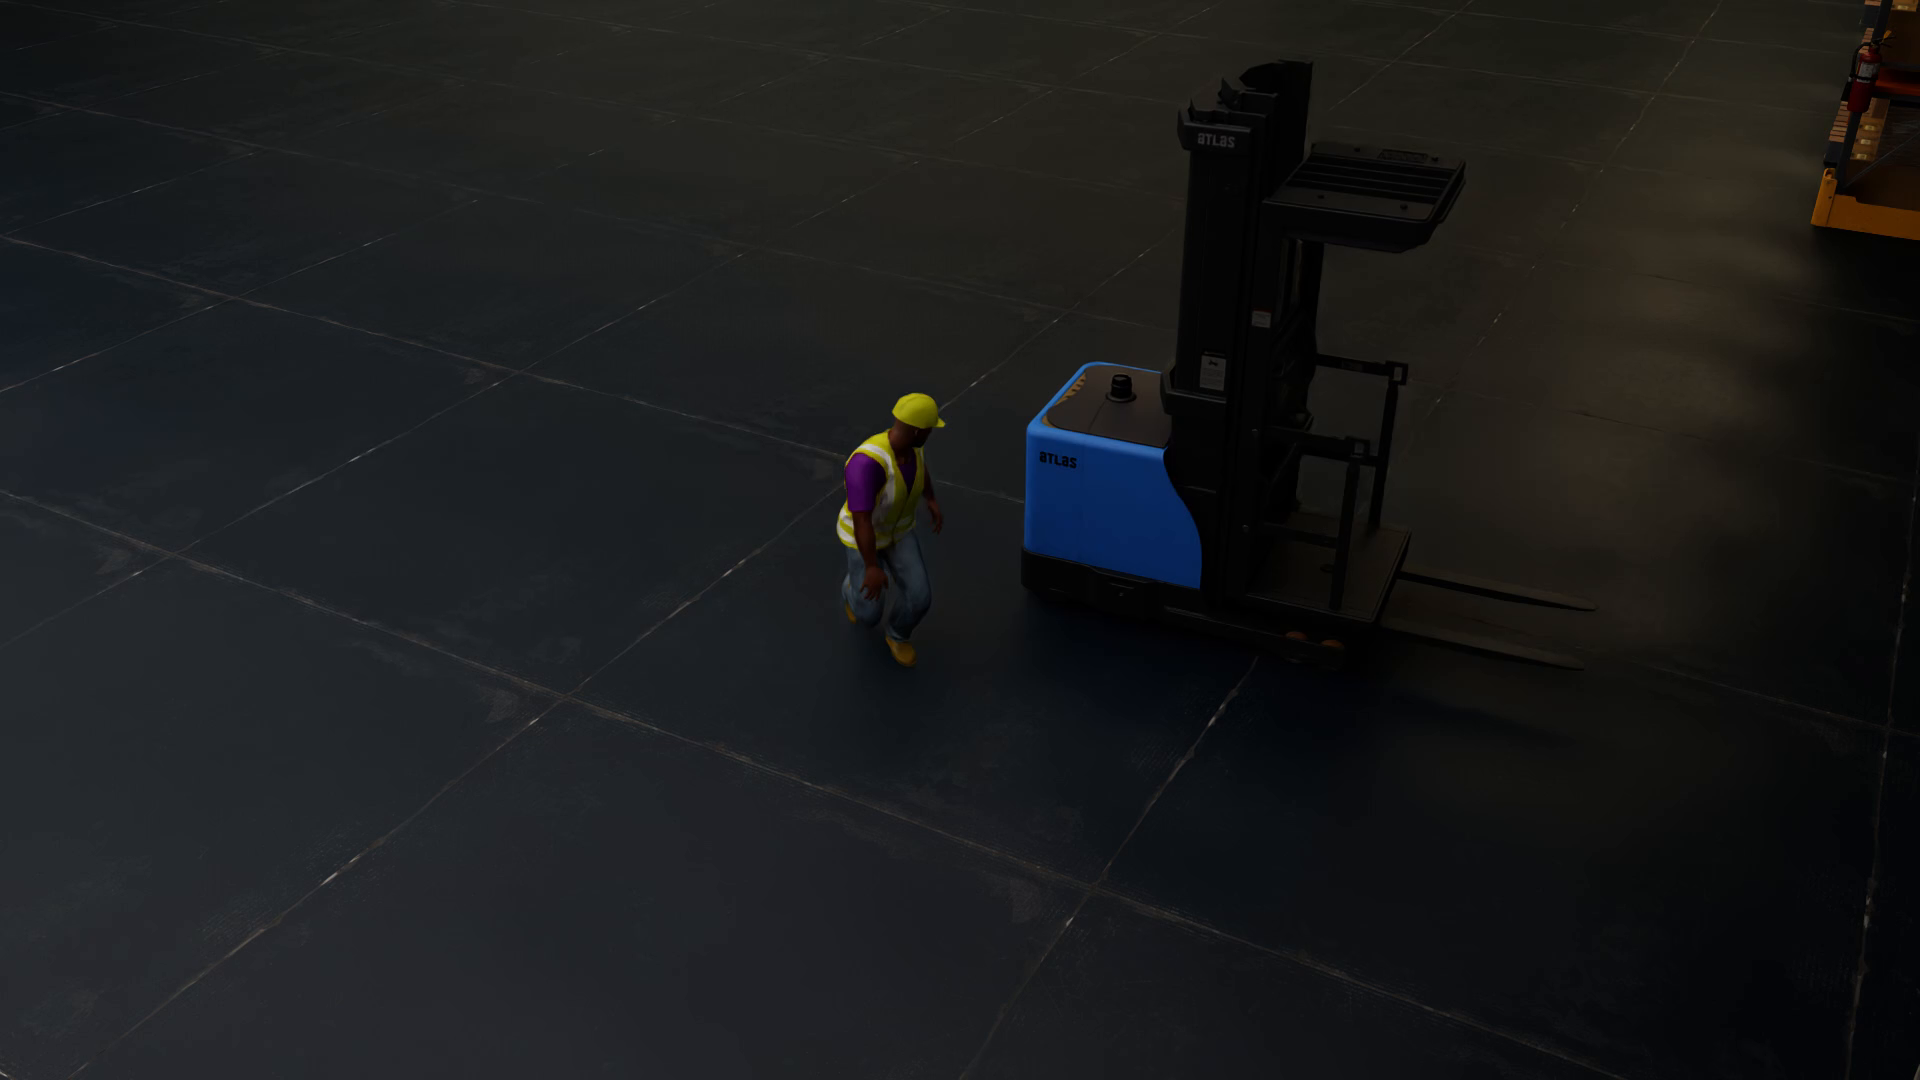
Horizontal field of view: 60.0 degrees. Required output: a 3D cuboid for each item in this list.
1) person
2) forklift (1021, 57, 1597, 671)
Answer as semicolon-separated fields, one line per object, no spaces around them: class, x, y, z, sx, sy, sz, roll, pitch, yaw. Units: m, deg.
person;-0.366;-0.104;8.666;0.732;1.546;0.718;-20;36;-31
forklift;1.908;-0.877;8.591;3.031;2.935;1.130;12;32;20
